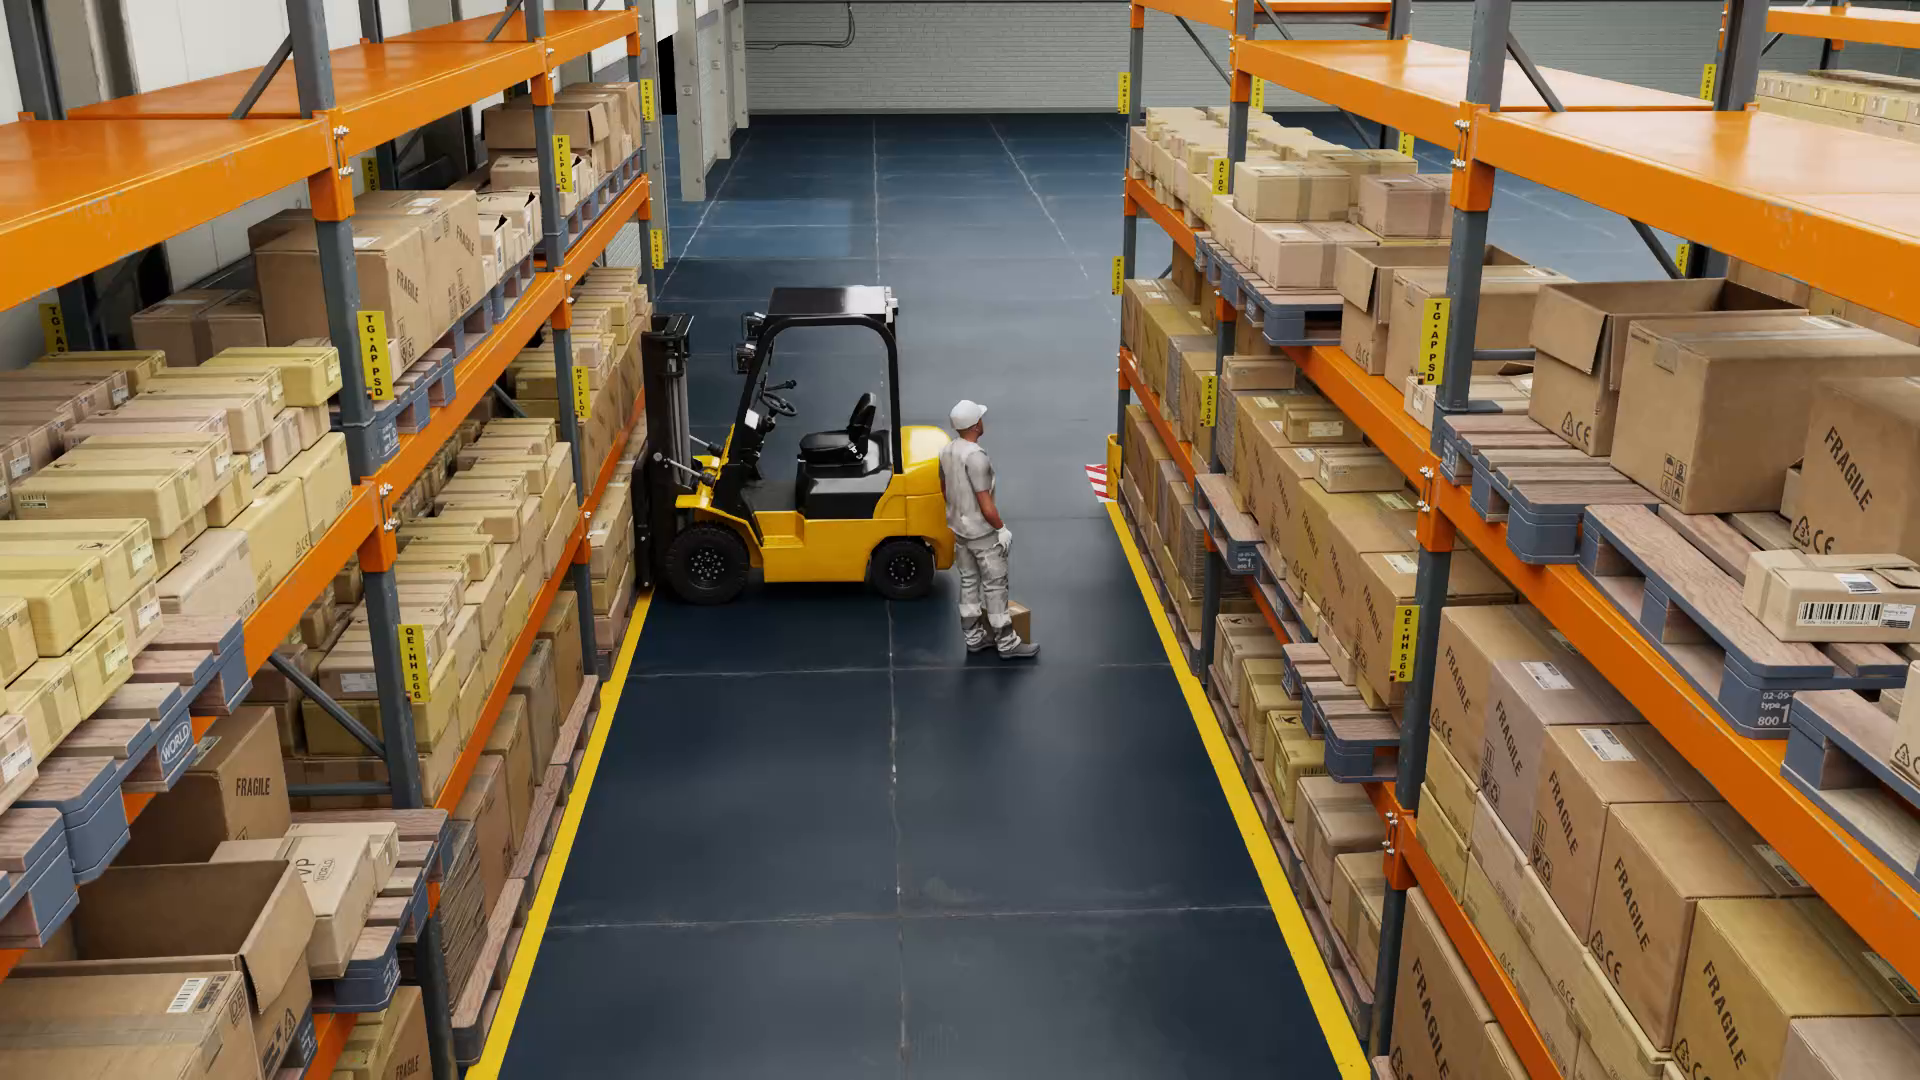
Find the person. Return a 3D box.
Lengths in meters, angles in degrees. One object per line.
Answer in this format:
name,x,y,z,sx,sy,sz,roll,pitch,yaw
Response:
person,0.177,-0.087,11.250,0.563,1.789,0.638,-12,24,-30
